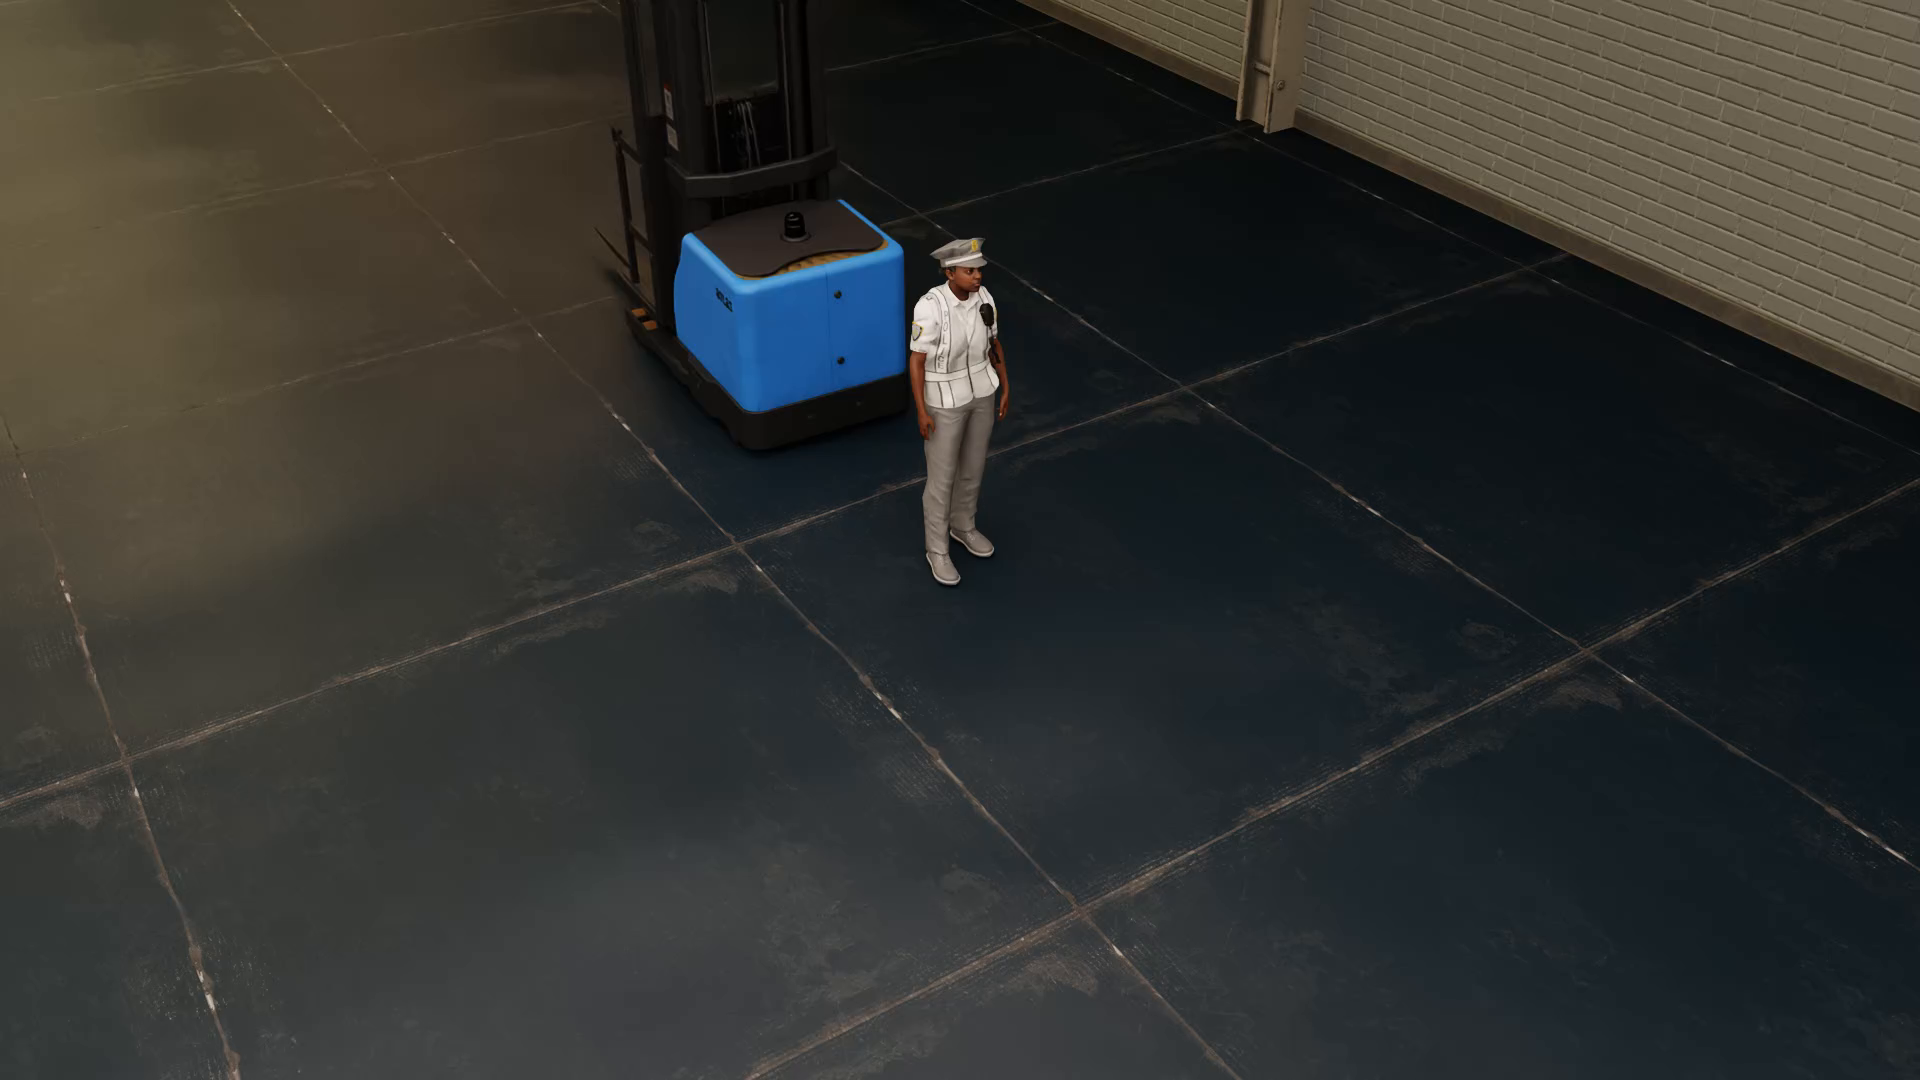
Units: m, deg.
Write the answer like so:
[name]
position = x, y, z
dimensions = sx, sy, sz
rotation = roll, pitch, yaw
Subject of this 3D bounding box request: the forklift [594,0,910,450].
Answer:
[forklift]
position = -1.461, -2.524, 9.739
dimensions = 1.130, 2.935, 3.031
rotation = -18, 39, -24

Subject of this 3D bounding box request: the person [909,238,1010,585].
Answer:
[person]
position = 0.025, -0.657, 8.145
dimensions = 0.570, 1.697, 0.528
rotation = -21, 40, -27
